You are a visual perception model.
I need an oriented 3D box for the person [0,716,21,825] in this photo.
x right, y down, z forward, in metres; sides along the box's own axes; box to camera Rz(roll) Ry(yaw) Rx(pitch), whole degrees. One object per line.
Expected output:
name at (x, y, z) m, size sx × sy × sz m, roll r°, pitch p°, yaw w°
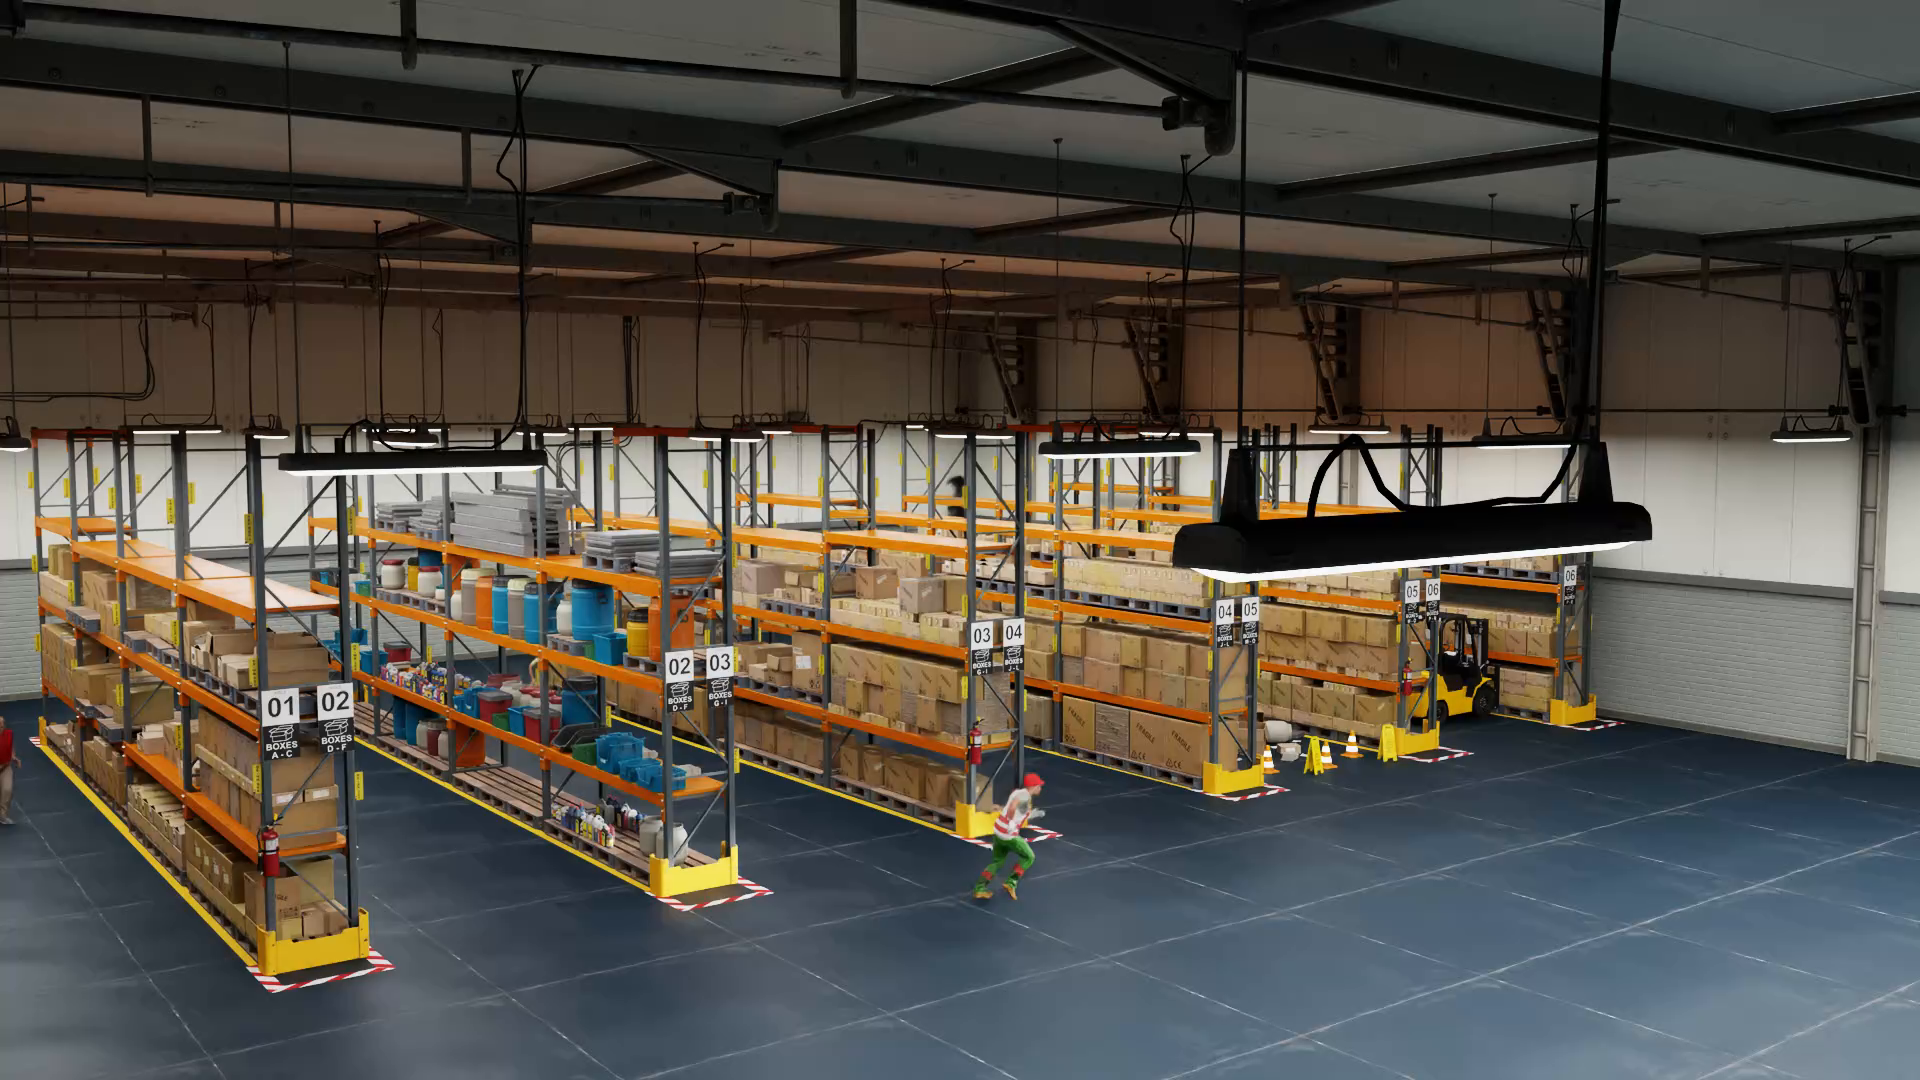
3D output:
person at (-14.791, 3.503, 25.449) m, size 0.844 × 1.685 × 0.658 m, roll 3°, pitch 6°, yaw 36°

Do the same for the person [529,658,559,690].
person at (-8.301, 2.910, 33.218) m, size 0.792 × 1.671 × 0.527 m, roll 4°, pitch 6°, yaw 40°

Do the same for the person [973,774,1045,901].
person at (0.654, 3.840, 21.361) m, size 0.968 × 1.655 × 0.710 m, roll -1°, pitch 5°, yaw -12°
